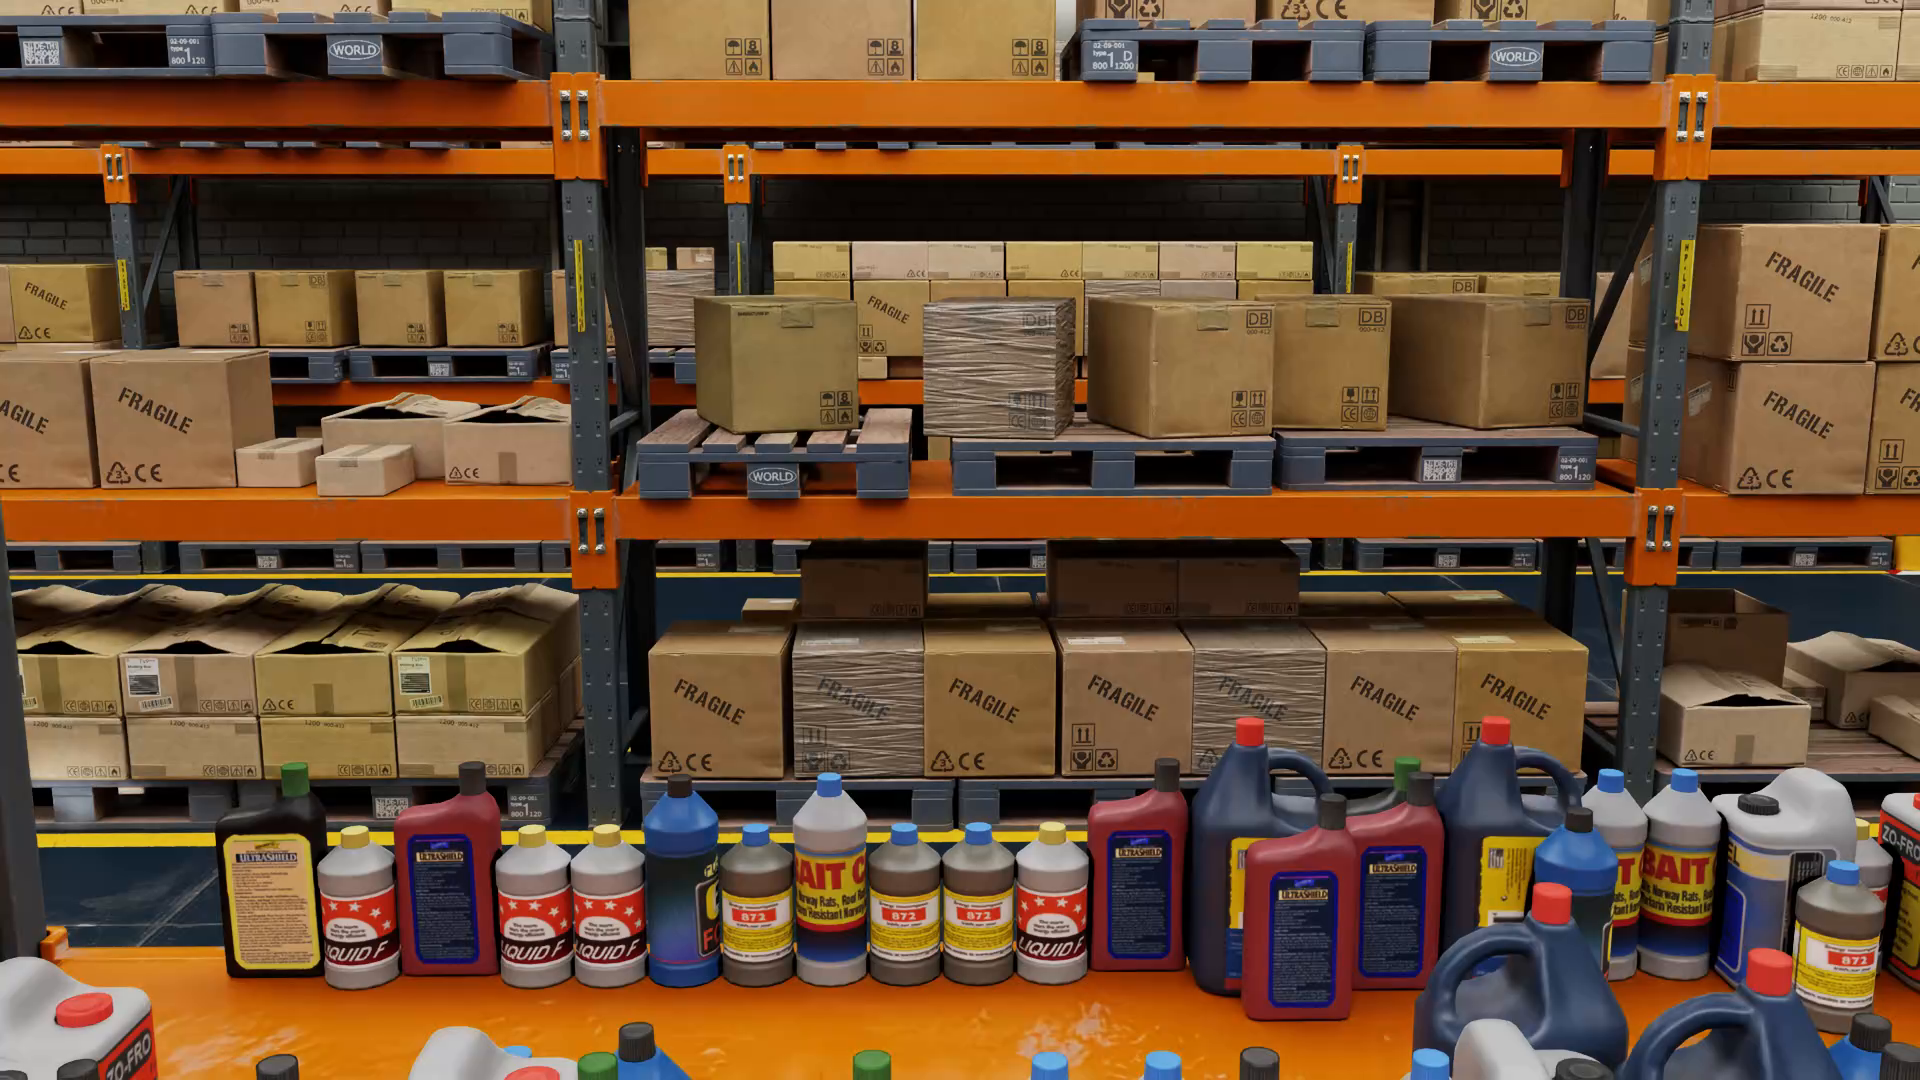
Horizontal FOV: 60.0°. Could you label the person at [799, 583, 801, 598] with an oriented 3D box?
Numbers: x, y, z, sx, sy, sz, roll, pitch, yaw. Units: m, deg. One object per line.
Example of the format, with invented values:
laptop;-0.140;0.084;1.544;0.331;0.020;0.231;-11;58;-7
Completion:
person;-0.531;0.088;8.225;0.707;1.388;0.496;0;10;-2
